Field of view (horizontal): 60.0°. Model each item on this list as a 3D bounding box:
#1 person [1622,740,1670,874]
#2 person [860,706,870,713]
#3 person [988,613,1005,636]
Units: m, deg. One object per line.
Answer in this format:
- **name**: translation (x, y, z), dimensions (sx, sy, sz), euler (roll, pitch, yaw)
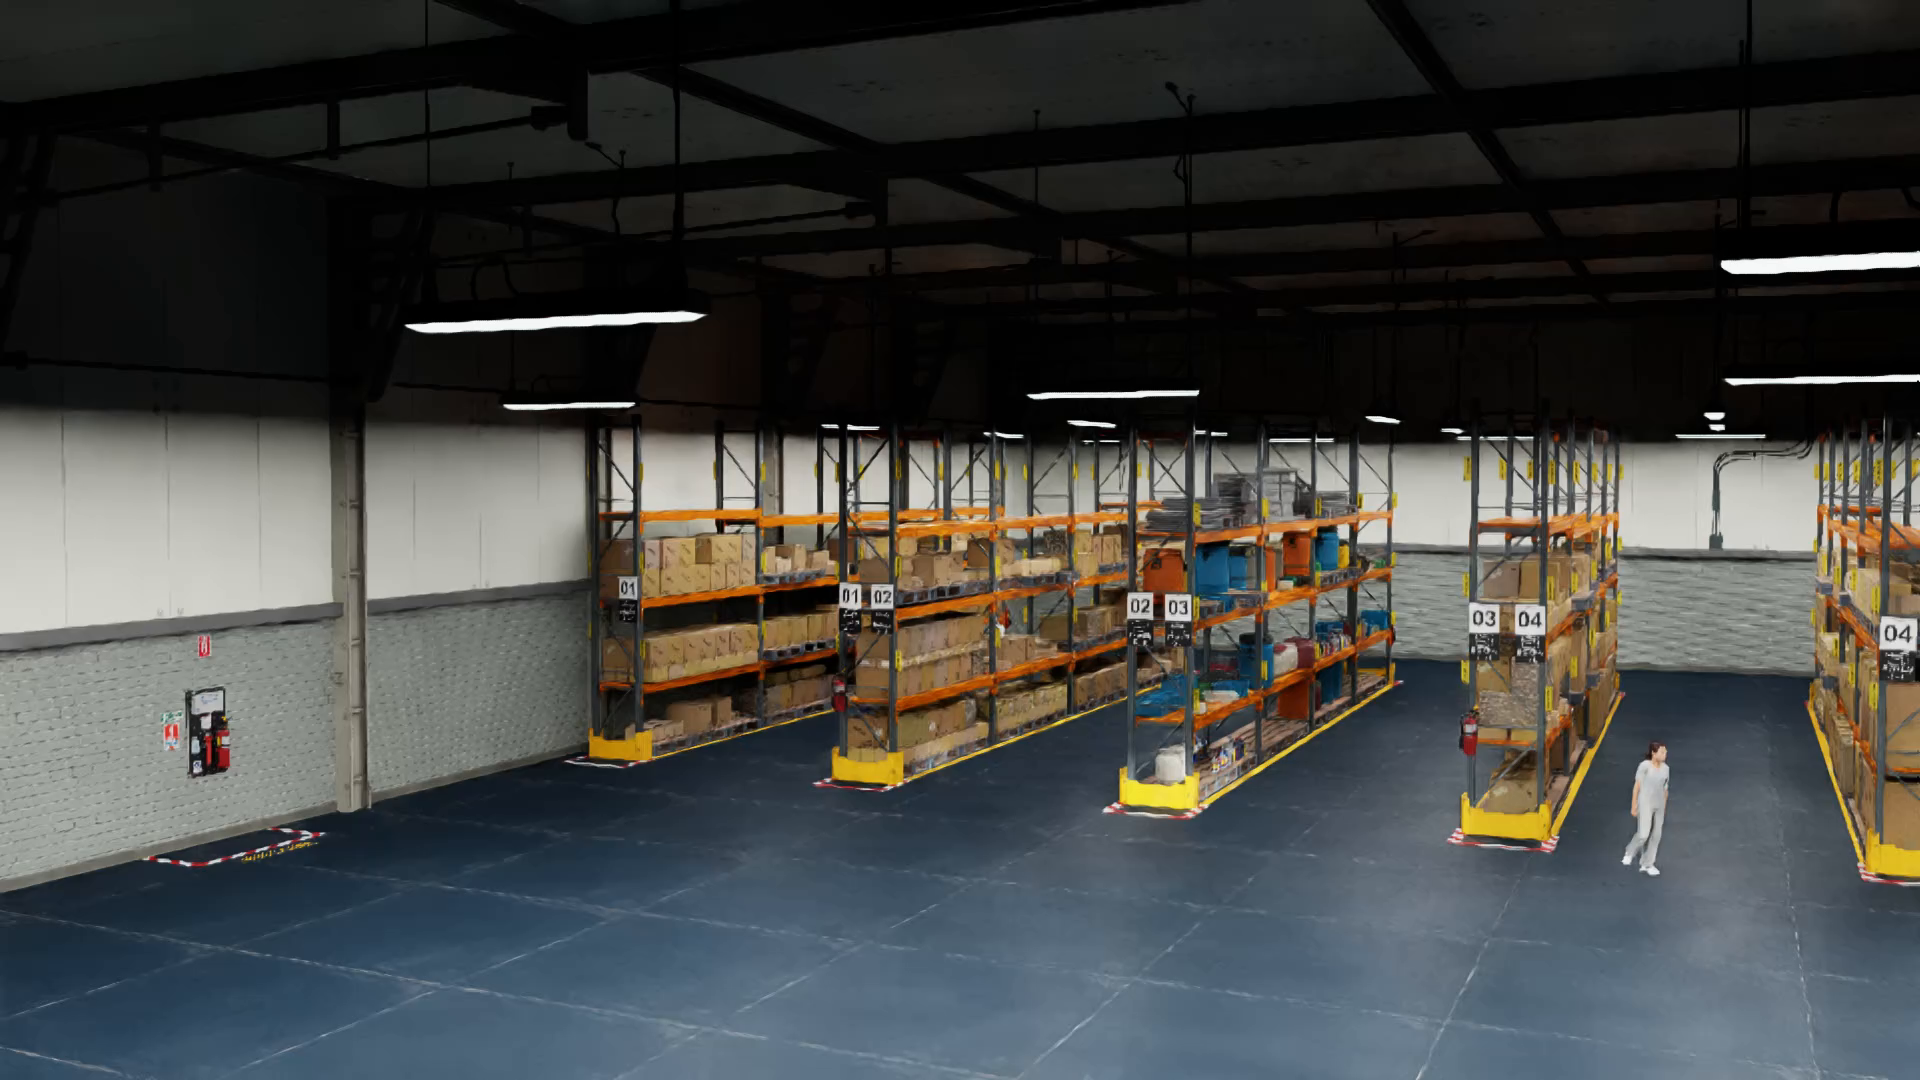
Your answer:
- **person**: translation (8.571, 3.317, 20.768), dimensions (0.515, 1.664, 0.513), euler (0, 2, -12)
- **person**: translation (-1.617, 2.902, 31.623), dimensions (0.481, 1.565, 1.075), euler (1, 3, 27)
- **person**: translation (0.887, 2.542, 39.871), dimensions (0.500, 1.625, 0.989), euler (1, 3, 23)
